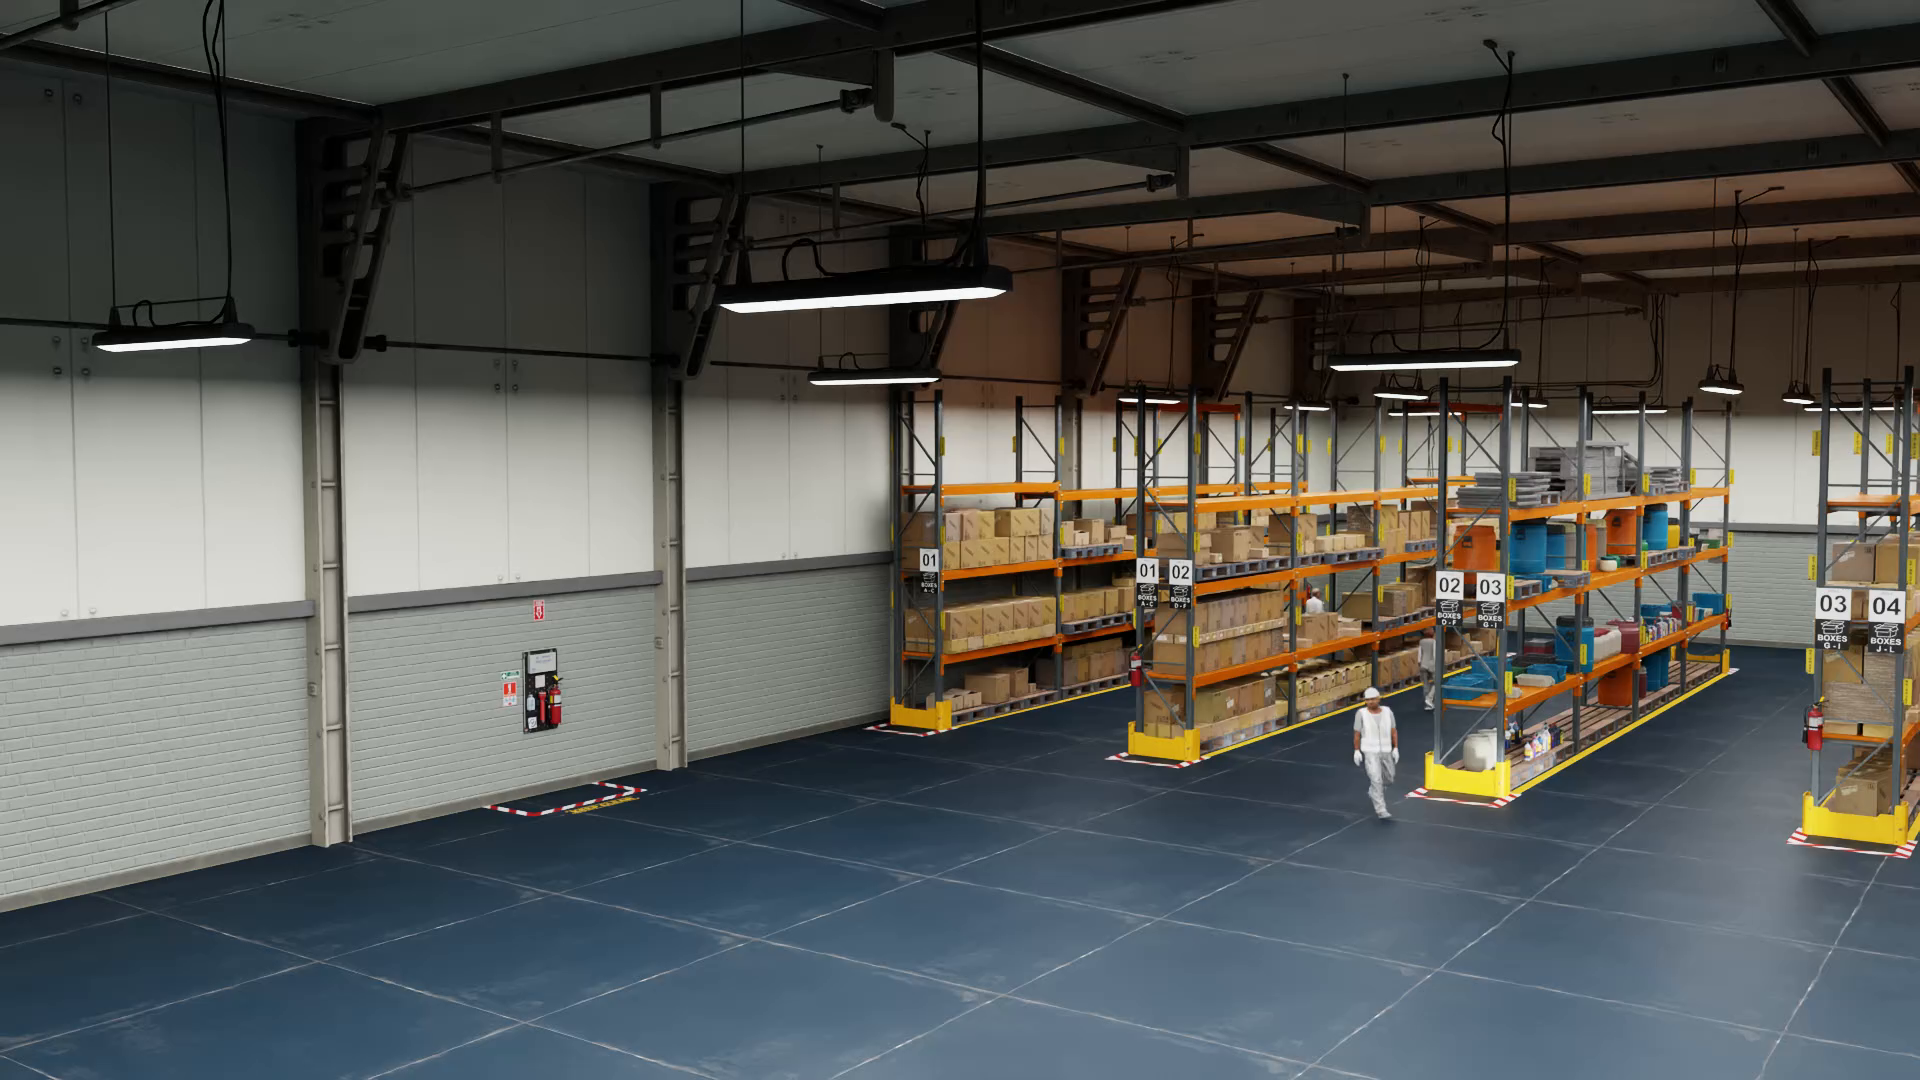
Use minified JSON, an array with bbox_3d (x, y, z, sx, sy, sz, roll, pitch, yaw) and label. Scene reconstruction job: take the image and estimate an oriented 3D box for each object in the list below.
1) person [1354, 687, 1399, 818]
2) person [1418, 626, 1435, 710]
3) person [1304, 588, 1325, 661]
[{"bbox_3d":[5.658,2.866,22.554,0.554,1.743,0.931,0,3,-8],"label":"person"},{"bbox_3d":[8.870,2.436,31.495,0.460,1.595,0.458,3,4,39],"label":"person"},{"bbox_3d":[8.037,1.979,37.906,0.595,1.777,0.602,-1,3,-16],"label":"person"}]
